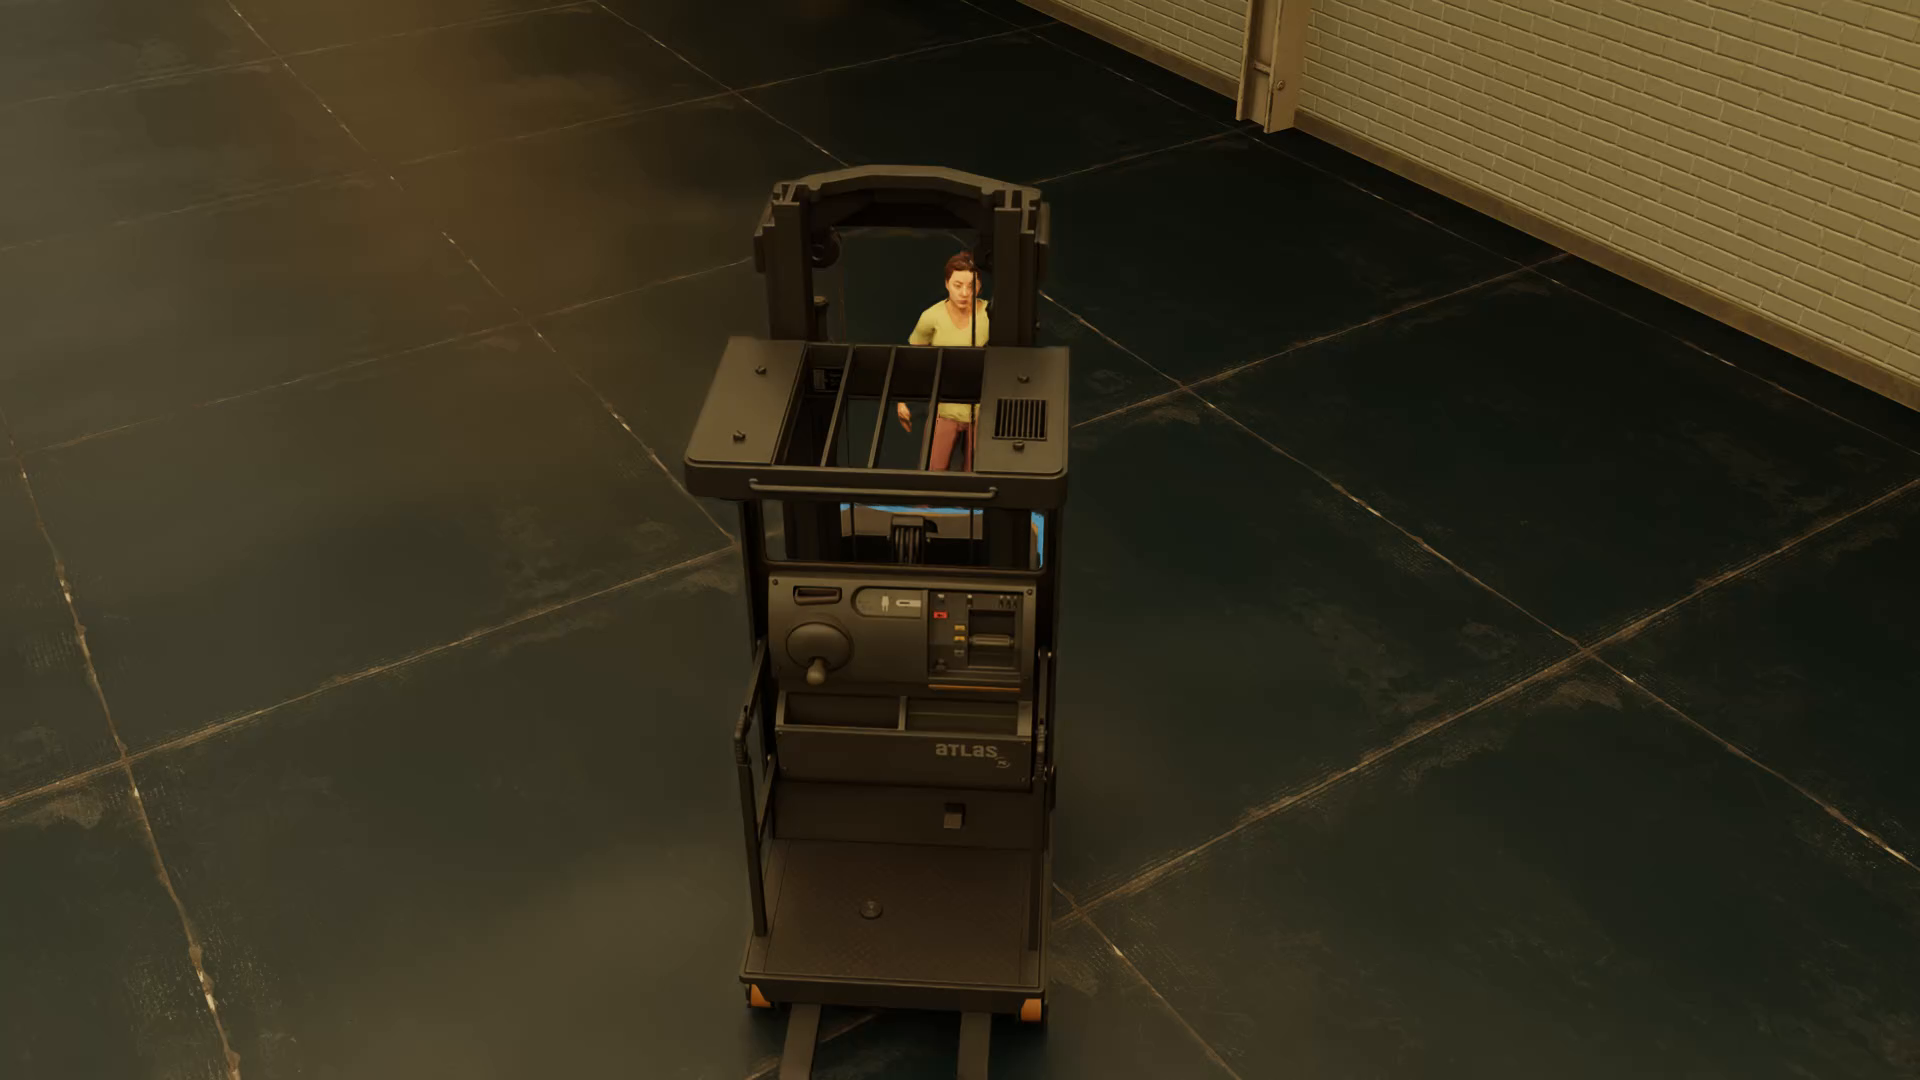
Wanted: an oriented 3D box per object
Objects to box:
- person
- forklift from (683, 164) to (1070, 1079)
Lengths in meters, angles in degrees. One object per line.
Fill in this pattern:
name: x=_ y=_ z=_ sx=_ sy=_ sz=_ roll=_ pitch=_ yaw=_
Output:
person: x=-0.020 y=-0.574 z=8.097 sx=0.603 sy=1.650 sz=0.620 roll=5 pitch=35 yaw=7
forklift: x=-0.213 y=0.384 z=5.601 sx=1.130 sy=2.935 sz=3.031 roll=2 pitch=35 yaw=3
